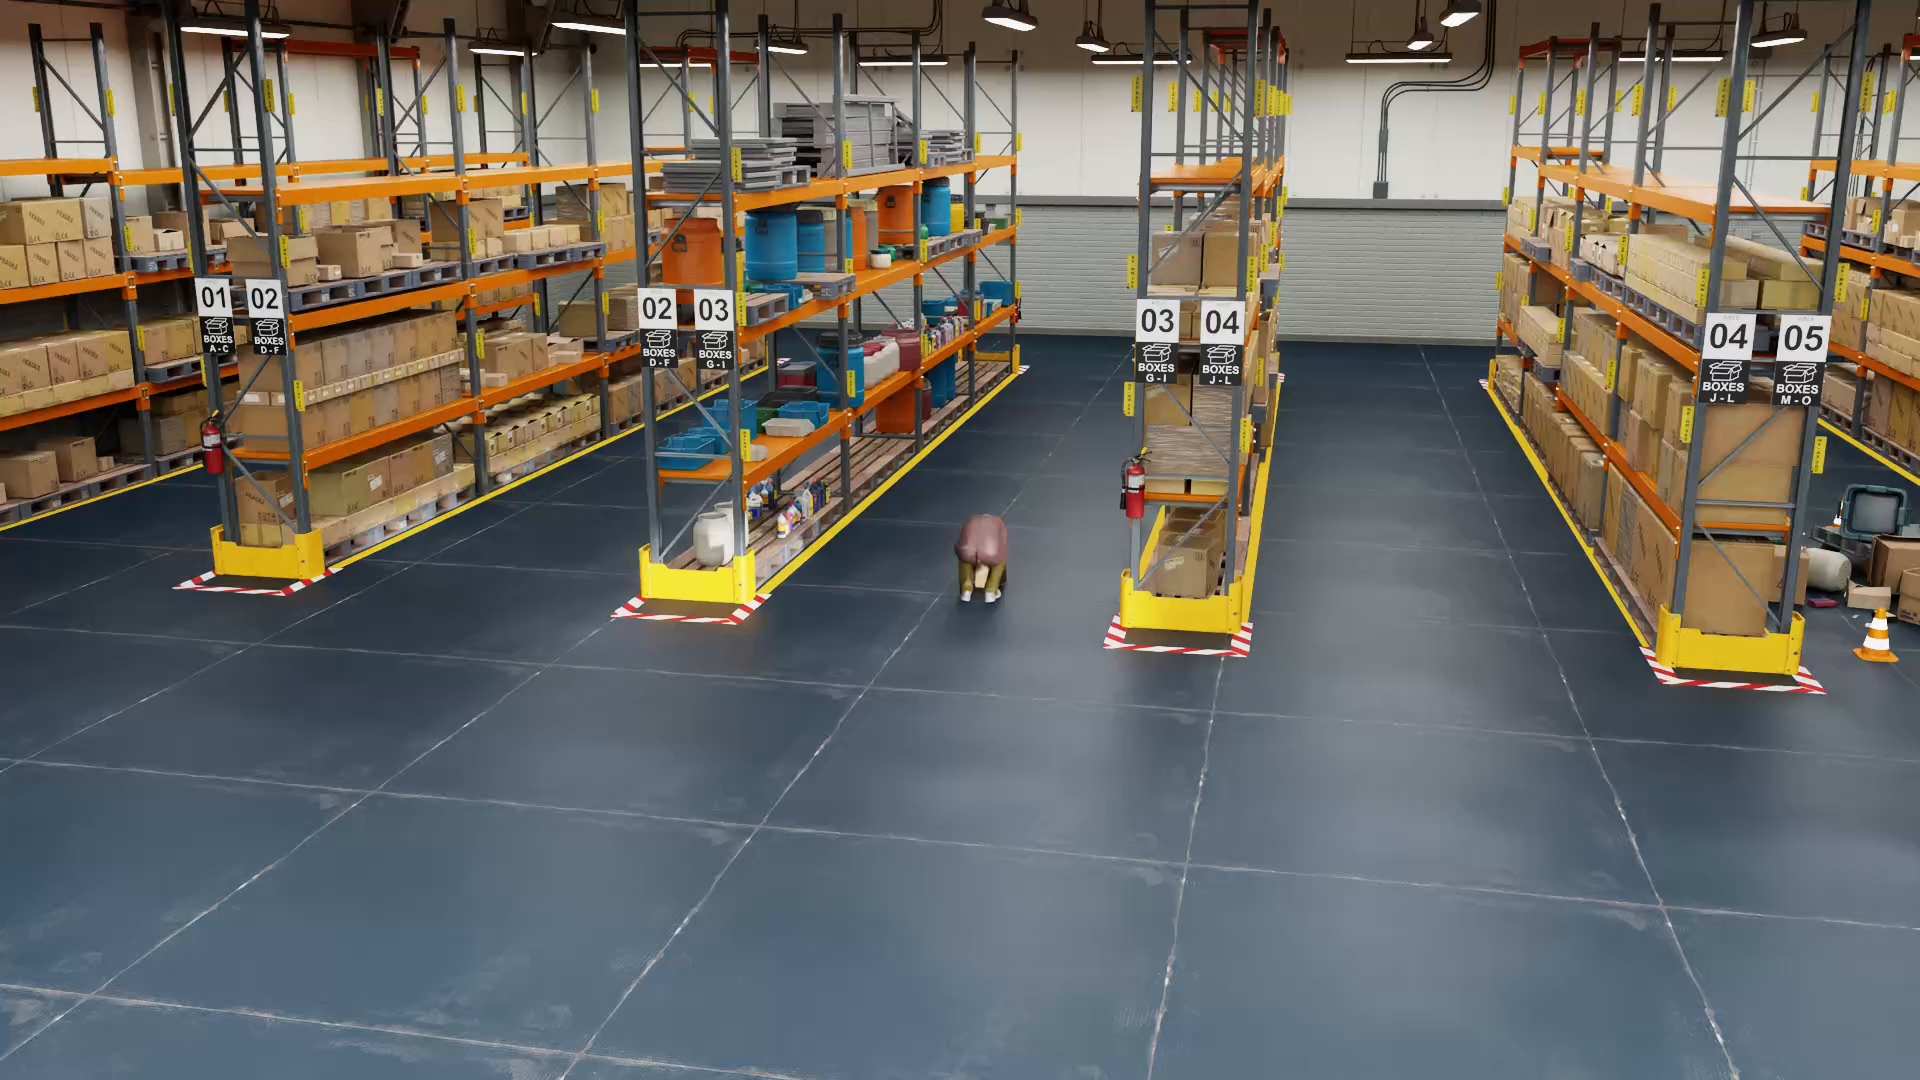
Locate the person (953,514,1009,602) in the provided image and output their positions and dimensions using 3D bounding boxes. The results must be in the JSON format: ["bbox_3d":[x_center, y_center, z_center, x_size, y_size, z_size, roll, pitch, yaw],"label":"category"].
[{"bbox_3d":[0.234,0.161,17.306,0.589,0.873,0.955,2,15,9],"label":"person"}]
